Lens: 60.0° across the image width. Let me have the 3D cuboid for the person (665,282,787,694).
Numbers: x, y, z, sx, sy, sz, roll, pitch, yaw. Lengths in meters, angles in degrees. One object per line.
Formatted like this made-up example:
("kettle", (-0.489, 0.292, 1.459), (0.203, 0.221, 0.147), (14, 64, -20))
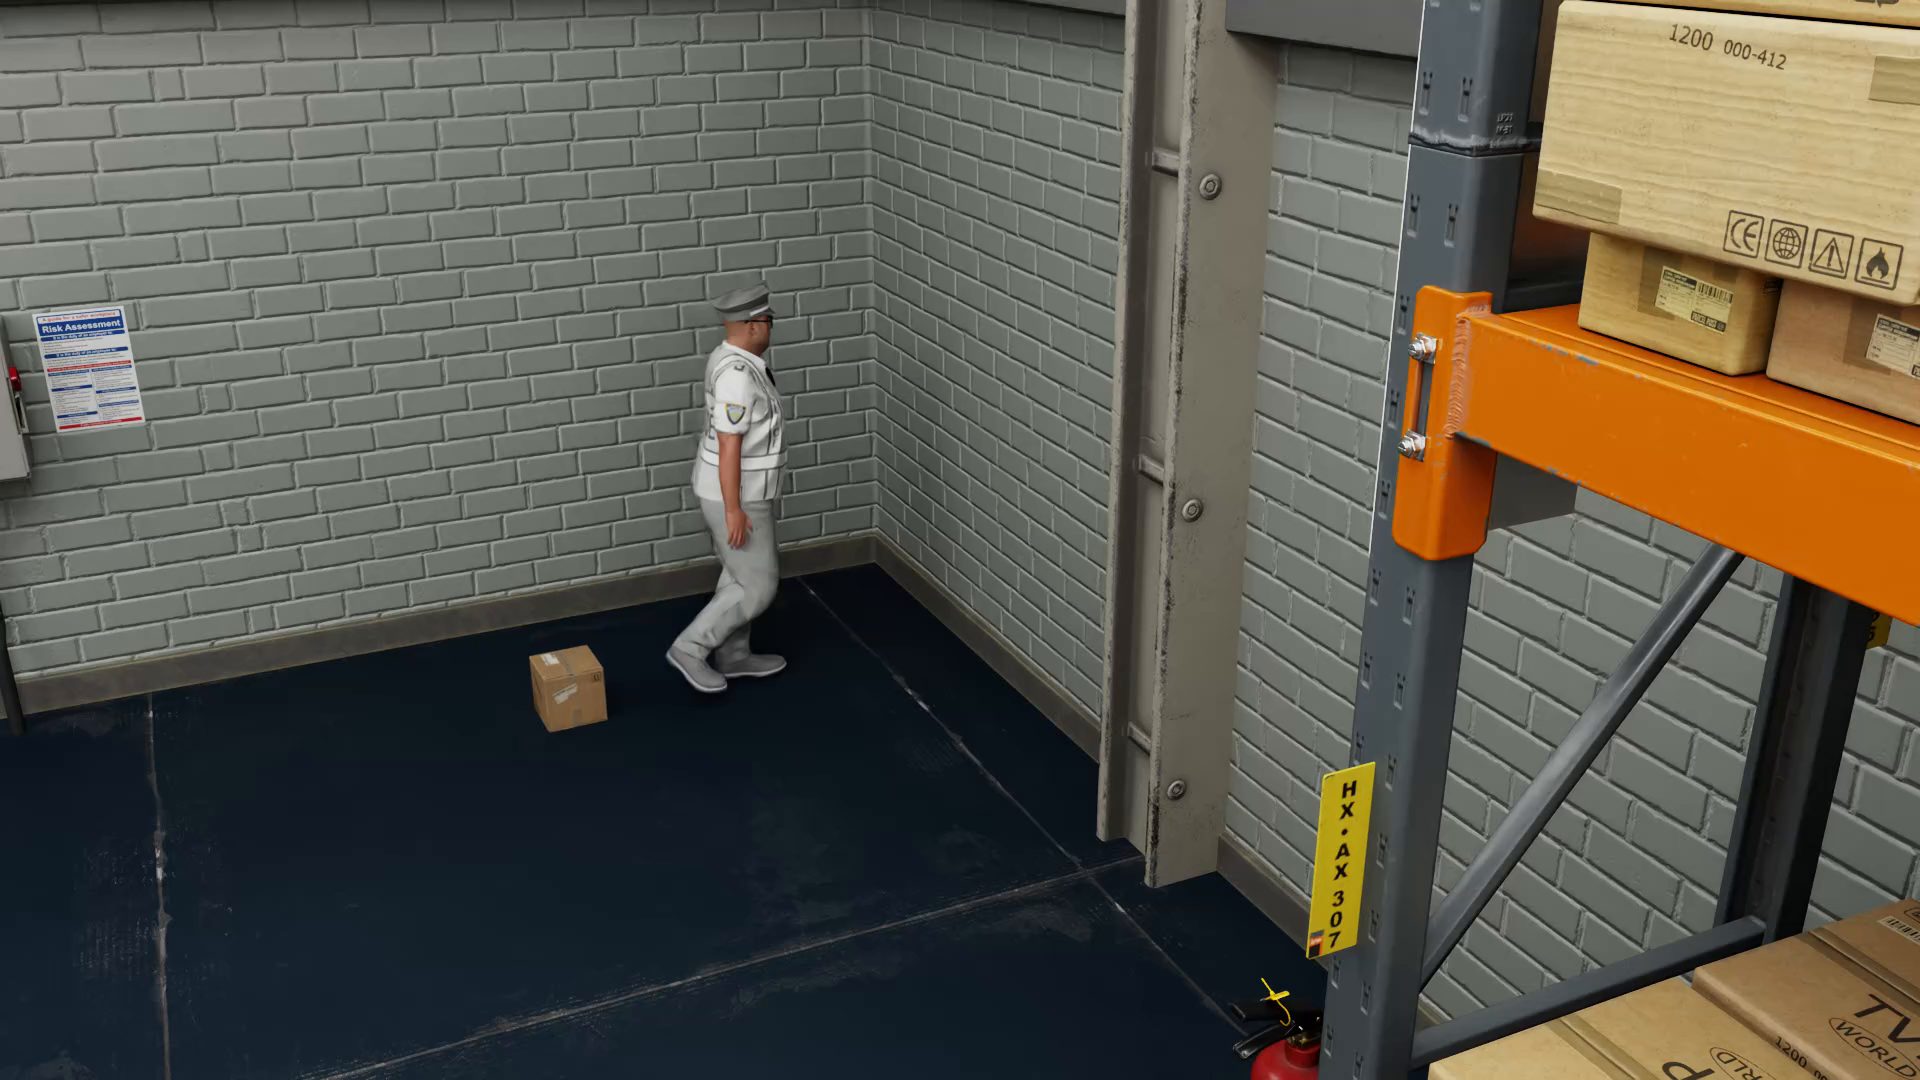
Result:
("person", (-1.011, -0.194, 7.050), (0.568, 1.754, 0.602), (-4, 22, -10))
